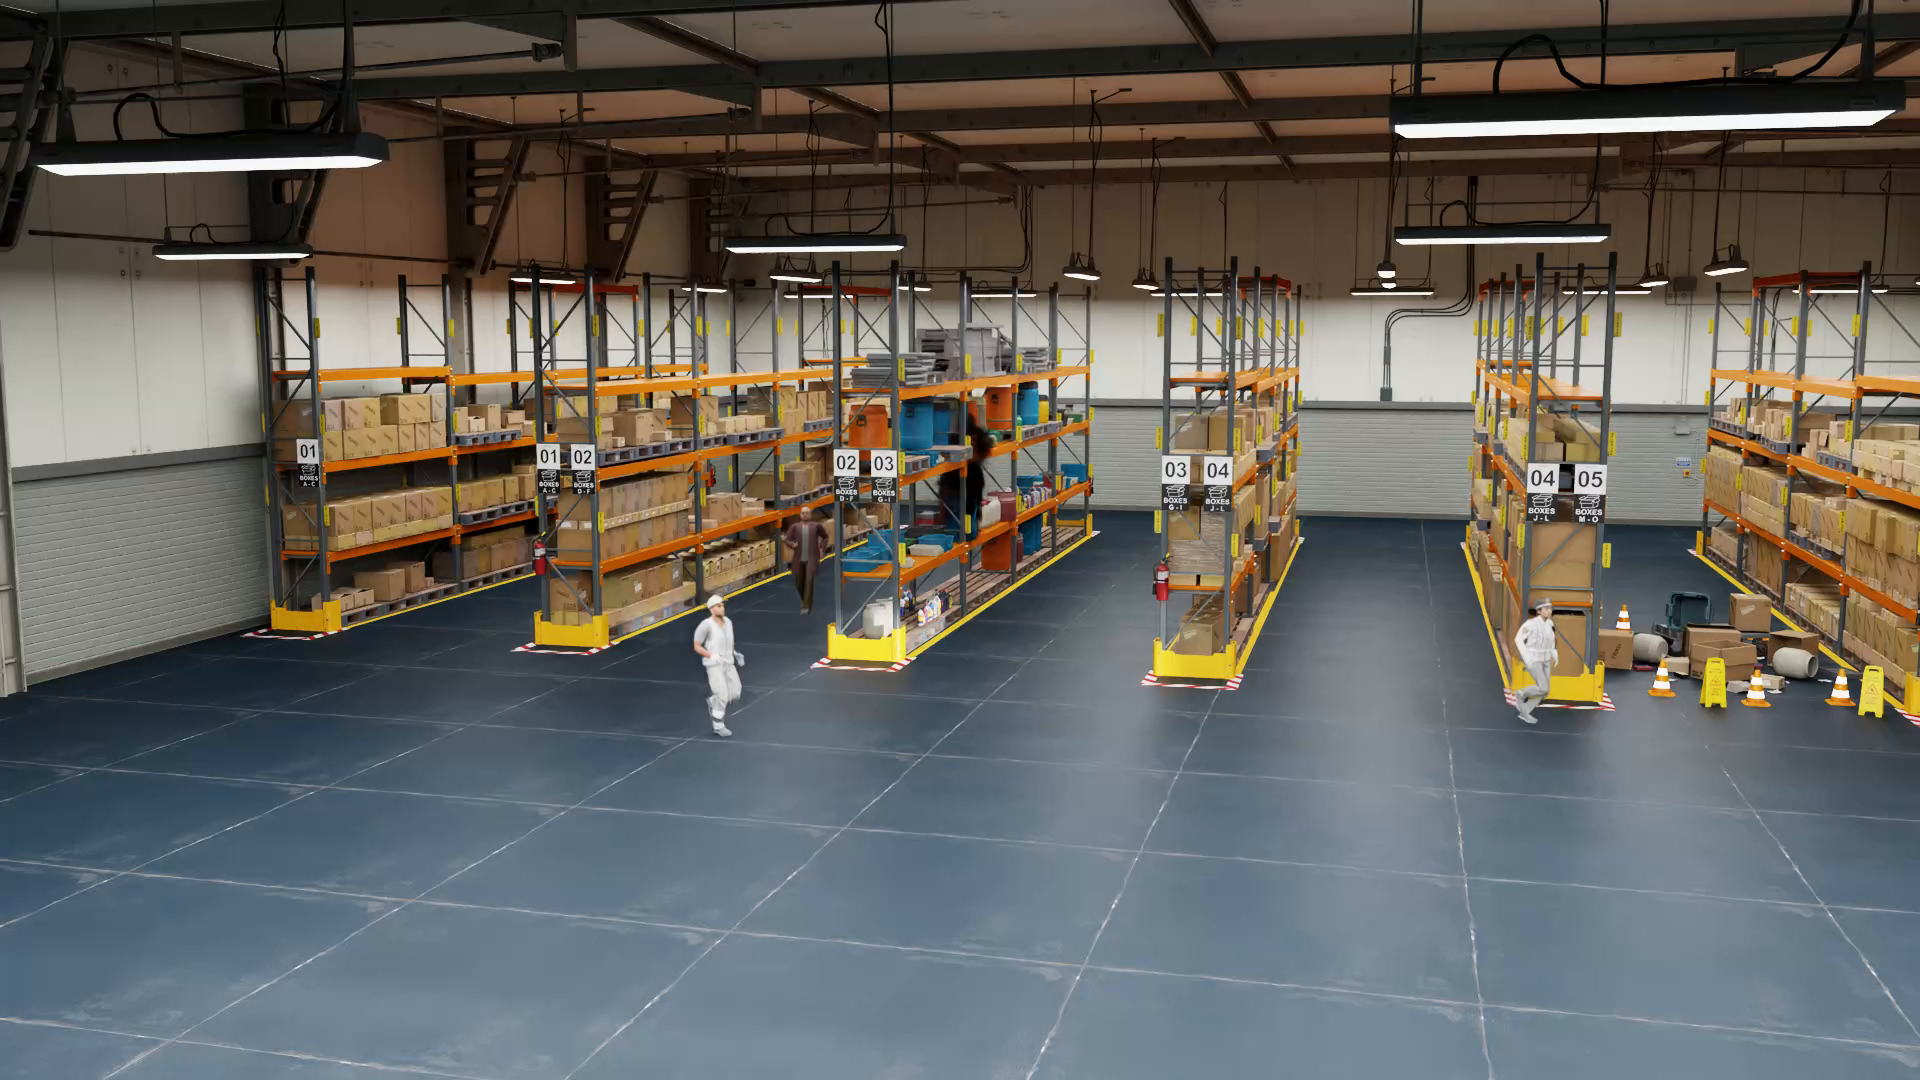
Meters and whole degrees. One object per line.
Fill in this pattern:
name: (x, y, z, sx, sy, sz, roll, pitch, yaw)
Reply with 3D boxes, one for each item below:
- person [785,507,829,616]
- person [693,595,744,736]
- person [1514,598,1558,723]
person: (-2.561, 0.344, 27.638, 0.714, 1.781, 0.886, 1, 7, 4)
person: (-2.995, 1.547, 20.554, 0.601, 1.742, 0.650, 6, 9, 40)
person: (7.357, 1.526, 21.164, 0.579, 1.630, 0.514, -5, 9, -32)
